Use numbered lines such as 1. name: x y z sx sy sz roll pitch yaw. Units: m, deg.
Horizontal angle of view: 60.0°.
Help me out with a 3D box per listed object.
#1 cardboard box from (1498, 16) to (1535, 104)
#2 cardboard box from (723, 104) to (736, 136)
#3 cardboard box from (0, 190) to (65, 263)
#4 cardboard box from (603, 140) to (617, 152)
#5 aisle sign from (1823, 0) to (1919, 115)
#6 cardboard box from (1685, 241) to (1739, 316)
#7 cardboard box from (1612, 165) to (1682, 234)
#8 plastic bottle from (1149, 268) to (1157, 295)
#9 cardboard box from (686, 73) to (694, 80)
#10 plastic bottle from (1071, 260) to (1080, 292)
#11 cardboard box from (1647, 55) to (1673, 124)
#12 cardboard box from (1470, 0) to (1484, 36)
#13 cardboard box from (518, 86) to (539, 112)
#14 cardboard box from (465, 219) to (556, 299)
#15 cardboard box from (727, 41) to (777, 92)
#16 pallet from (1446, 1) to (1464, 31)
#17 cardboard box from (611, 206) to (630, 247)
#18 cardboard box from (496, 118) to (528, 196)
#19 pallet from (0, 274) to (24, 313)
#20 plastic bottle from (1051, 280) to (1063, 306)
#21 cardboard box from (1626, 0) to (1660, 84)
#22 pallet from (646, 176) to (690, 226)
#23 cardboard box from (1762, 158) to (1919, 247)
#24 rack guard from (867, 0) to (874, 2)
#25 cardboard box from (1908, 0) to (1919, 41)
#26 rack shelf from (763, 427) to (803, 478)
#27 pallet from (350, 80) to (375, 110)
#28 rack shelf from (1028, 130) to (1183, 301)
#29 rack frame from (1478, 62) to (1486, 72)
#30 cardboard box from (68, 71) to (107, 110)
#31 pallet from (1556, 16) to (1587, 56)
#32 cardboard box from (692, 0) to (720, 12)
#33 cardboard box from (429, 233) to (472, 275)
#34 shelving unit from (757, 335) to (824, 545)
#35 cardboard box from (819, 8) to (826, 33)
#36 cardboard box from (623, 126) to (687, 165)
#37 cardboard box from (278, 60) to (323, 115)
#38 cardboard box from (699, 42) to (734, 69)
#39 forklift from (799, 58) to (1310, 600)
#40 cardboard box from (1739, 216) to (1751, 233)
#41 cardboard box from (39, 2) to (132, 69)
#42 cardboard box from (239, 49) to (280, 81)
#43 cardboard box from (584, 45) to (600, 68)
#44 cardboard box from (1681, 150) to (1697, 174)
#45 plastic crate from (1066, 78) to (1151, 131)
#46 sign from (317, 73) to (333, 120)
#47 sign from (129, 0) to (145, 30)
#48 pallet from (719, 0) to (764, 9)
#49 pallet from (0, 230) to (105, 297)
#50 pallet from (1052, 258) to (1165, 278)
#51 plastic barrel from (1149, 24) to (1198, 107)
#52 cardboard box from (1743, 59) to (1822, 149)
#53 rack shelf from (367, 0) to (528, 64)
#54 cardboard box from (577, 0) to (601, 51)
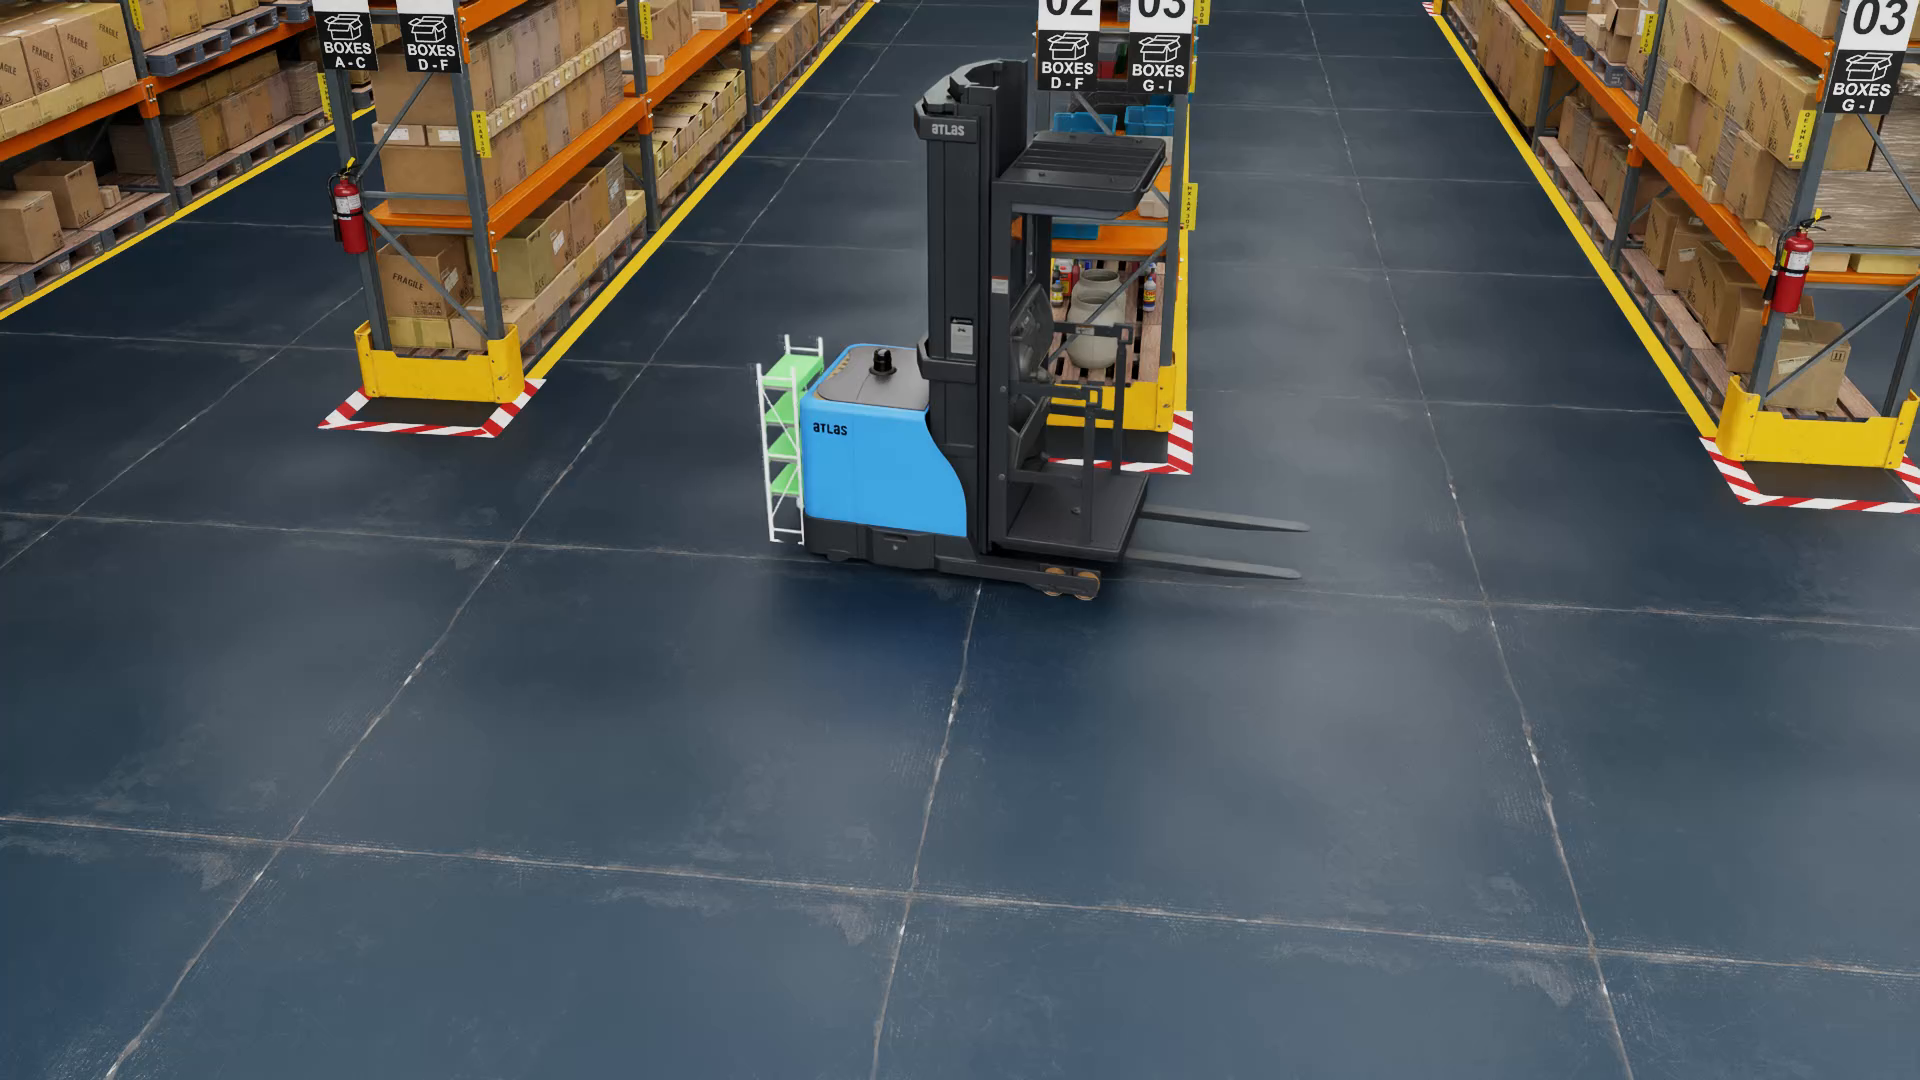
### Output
1. cardboard box: 7.126 -5.645 19.655 1.225 0.875 0.875 3 29 6
2. cardboard box: -2.810 -4.700 18.560 0.500 0.250 0.500 3 28 6
3. cardboard box: -8.441 -2.775 14.702 0.700 0.500 0.500 2 28 3
4. cardboard box: -3.653 -3.776 16.253 0.500 0.311 0.500 3 28 6
5. aisle sign: 5.618 -3.020 10.244 0.394 0.787 0.004 3 28 6
6. cardboard box: 6.264 -2.102 13.473 0.500 0.500 0.500 1 28 2
7. cardboard box: 6.510 -3.151 15.400 0.700 0.500 0.500 1 28 2
8. plastic bottle: 1.585 -2.114 13.703 0.061 0.283 0.133 4 29 7
9. cardboard box: -3.283 -5.222 18.938 0.500 0.311 0.500 4 29 8
10. plastic bottle: 0.962 -2.174 13.815 0.061 0.283 0.133 3 28 6
11. cardboard box: 6.297 -3.737 13.897 0.875 0.500 0.500 3 28 6
12. cardboard box: 7.664 -7.515 23.126 0.875 0.875 0.875 3 28 6
13. cardboard box: -3.521 -3.452 12.998 0.380 0.149 0.250 2 28 4
14. cardboard box: -3.562 -2.244 13.211 0.500 0.500 0.500 3 28 6
15. cardboard box: -2.530 -5.768 20.258 0.500 0.500 0.500 2 28 4
16. pallet: 7.864 -7.810 24.816 1.003 0.211 1.213 3 28 6
17. cardboard box: -3.329 -2.856 15.137 0.500 0.250 0.500 3 28 6
18. cardboard box: -3.778 -2.975 12.796 0.700 0.500 0.500 4 29 8
19. pallet: -8.681 -1.939 13.919 1.003 0.211 1.213 3 28 6
20. plastic bottle: 0.798 -2.027 13.628 0.097 0.201 0.097 0 28 0
21. cardboard box: 6.650 -4.585 14.814 1.000 1.000 1.000 4 29 7
22. pallet: -3.366 -3.469 16.758 1.003 0.211 1.213 3 28 6
23. cardboard box: 6.018 -2.319 11.266 0.875 0.500 0.500 3 28 6
24. rack guard: -1.957 -8.860 26.460 1.175 0.500 0.348 3 28 6
25. cardboard box: 6.239 -3.353 10.600 0.500 0.250 0.500 4 29 8
26. rack shelf: -1.028 -0.569 10.463 0.258 0.148 0.480 6 29 14
27. pallet: -7.673 -5.656 20.817 1.003 0.211 1.213 3 28 6
28. rack shelf: 1.253 -2.800 13.335 1.077 0.370 4.000 3 28 6
29. rack frame: 7.394 -7.536 21.367 1.000 3.000 0.127 3 28 6
30. cardboard box: -8.161 -4.102 15.130 0.500 0.250 0.500 3 29 6
31. pallet: 6.922 -5.227 17.284 1.213 0.211 1.003 3 28 6
32. cardboard box: -3.015 -6.022 18.652 0.500 0.311 0.500 5 29 9
33. cardboard box: -4.029 -2.510 13.705 0.500 0.500 0.500 3 28 6
34. shelving unit: -1.029 -0.625 10.433 0.258 1.200 0.503 6 29 14
35. cardboard box: -2.171 -7.308 23.316 0.500 0.311 0.500 3 28 6
36. cardboard box: -3.053 -3.984 16.640 0.500 0.311 0.500 3 28 6
37. cardboard box: -7.881 -5.268 19.329 0.700 0.500 0.500 4 29 7
38. cardboard box: -3.046 -5.777 20.275 0.500 0.500 0.500 4 29 8
39. forklift: 0.607 -1.212 9.702 3.031 2.935 1.130 7 29 13
40. cardboard box: 5.810 -2.278 11.872 0.380 0.149 0.250 3 28 6
41. cardboard box: -8.085 -4.666 15.387 0.500 0.500 0.500 3 28 6
42. cardboard box: -8.013 -5.333 18.660 0.500 0.250 0.500 4 29 7
43. cardboard box: -3.331 -4.173 14.336 0.380 0.149 0.250 3 28 6
44. cardboard box: 5.960 -2.986 13.187 0.380 0.149 0.250 3 28 6
45. plastic crate: 1.308 -3.791 14.483 0.767 0.338 0.504 3 28 6
46. sign: -4.445 -3.117 11.694 0.100 0.325 0.005 3 28 6
47. sign: -7.795 -4.987 15.723 0.100 0.325 0.005 3 28 6
48. pallet: -2.914 -6.469 19.589 1.213 0.211 1.003 3 28 6
49. pallet: -8.529 -2.512 14.982 1.003 0.211 1.213 3 28 6
50. pallet: 1.374 -2.517 14.991 1.003 0.211 1.213 3 28 6
51. plastic barrel: 1.846 -4.443 15.098 0.600 0.901 0.708 3 28 6
52. cardboard box: 5.801 -3.011 11.496 0.500 0.500 0.500 3 28 6
53. rack shelf: -3.663 -4.410 13.161 1.077 0.370 4.000 3 28 6
54. cardboard box: -3.526 -4.515 14.288 0.700 0.500 0.500 3 28 6
